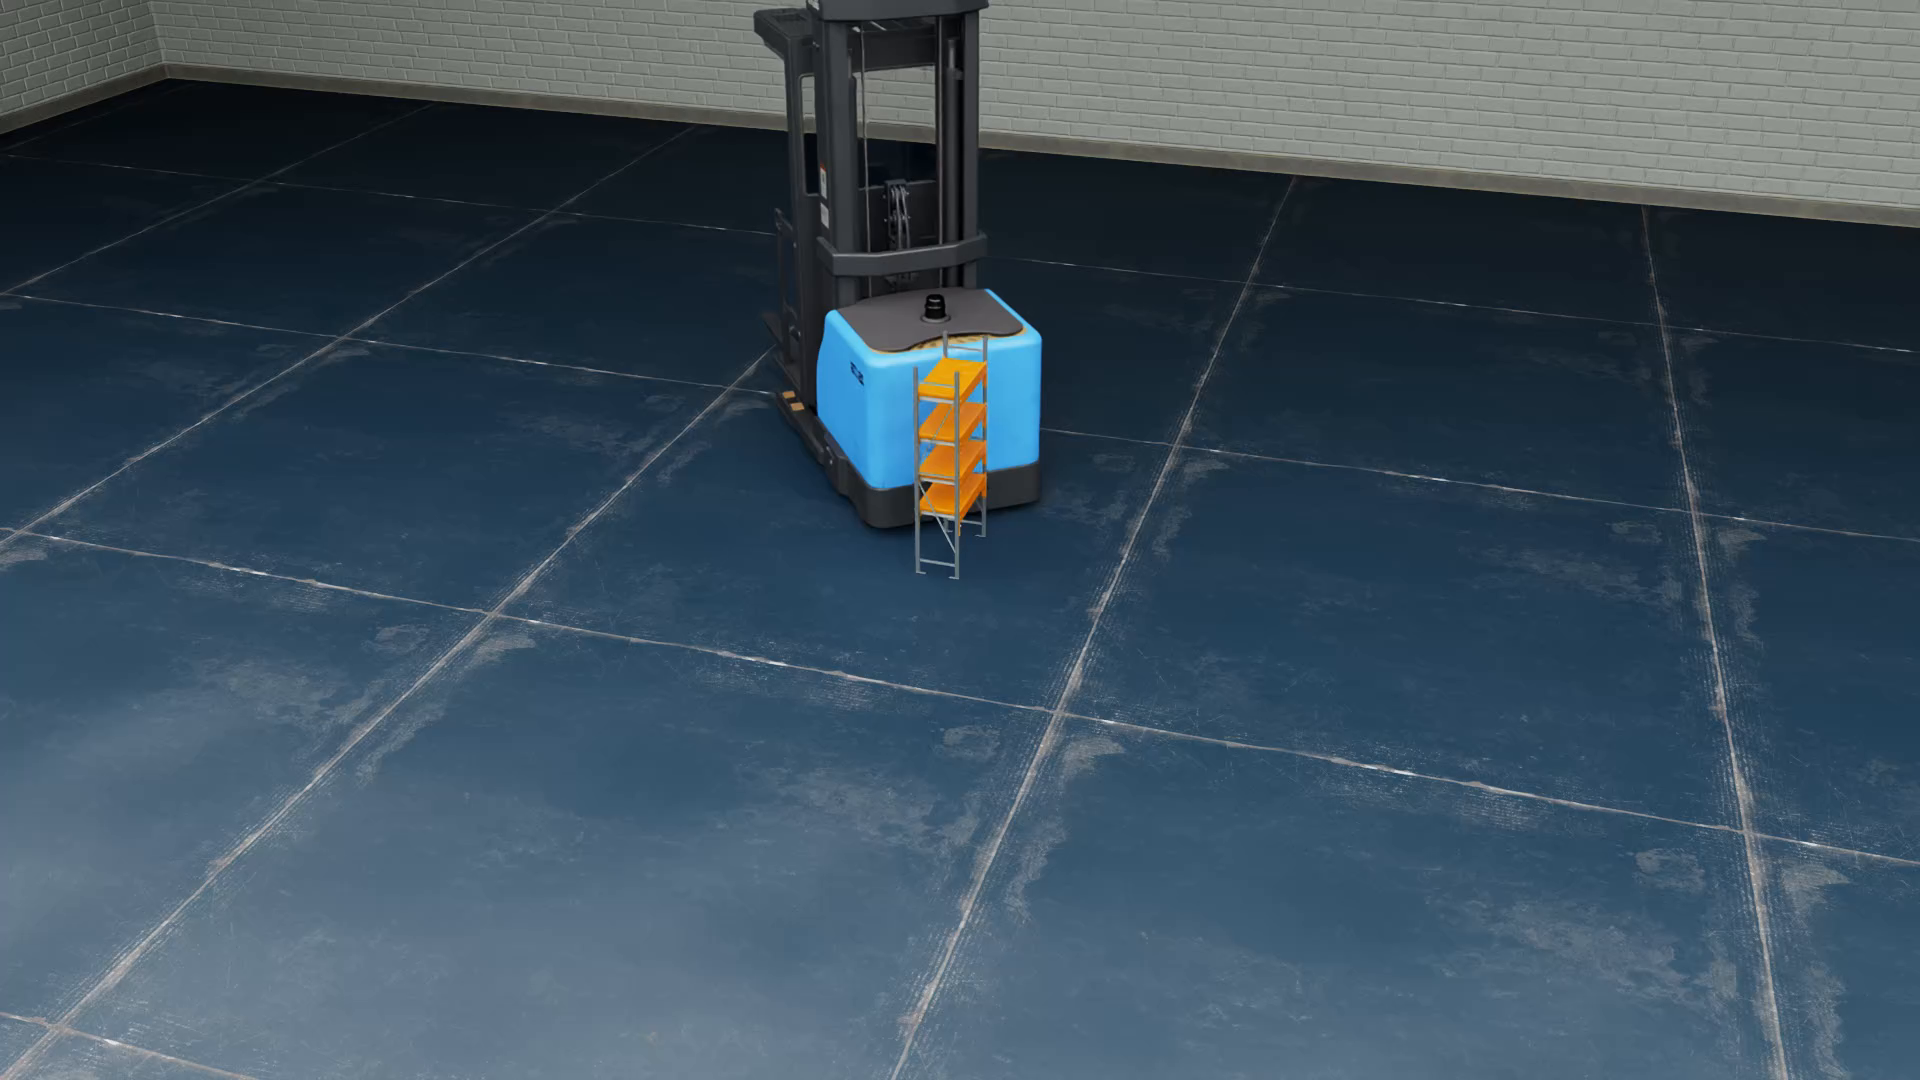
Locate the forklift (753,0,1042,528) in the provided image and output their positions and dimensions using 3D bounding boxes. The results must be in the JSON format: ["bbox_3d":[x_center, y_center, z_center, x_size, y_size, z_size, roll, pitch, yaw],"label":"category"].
[{"bbox_3d":[-0.535,-2.047,9.915,1.130,2.935,3.031,-11,31,-18],"label":"forklift"}]

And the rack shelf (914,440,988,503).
[{"bbox_3d":[-0.046,-0.385,8.847,0.258,0.148,0.480,9,30,15],"label":"rack shelf"}]

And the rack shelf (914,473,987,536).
[{"bbox_3d":[-0.046,-0.212,8.944,0.258,0.148,0.480,9,30,15],"label":"rack shelf"}]

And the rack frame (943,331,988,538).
[{"bbox_3d":[0.028,-0.557,9.017,0.240,1.200,0.015,9,30,15],"label":"rack frame"}]

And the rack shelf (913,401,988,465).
[{"bbox_3d":[-0.046,-0.581,8.738,0.258,0.148,0.480,9,30,15],"label":"rack shelf"}]

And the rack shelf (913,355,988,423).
[{"bbox_3d":[-0.046,-0.788,8.623,0.258,0.148,0.480,9,30,15],"label":"rack shelf"}]

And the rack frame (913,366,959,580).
[{"bbox_3d":[-0.120,-0.331,8.611,0.240,1.200,0.015,9,30,15],"label":"rack frame"}]

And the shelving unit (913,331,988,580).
[{"bbox_3d":[-0.046,-0.444,8.814,0.258,1.200,0.503,9,30,15],"label":"shelving unit"}]
